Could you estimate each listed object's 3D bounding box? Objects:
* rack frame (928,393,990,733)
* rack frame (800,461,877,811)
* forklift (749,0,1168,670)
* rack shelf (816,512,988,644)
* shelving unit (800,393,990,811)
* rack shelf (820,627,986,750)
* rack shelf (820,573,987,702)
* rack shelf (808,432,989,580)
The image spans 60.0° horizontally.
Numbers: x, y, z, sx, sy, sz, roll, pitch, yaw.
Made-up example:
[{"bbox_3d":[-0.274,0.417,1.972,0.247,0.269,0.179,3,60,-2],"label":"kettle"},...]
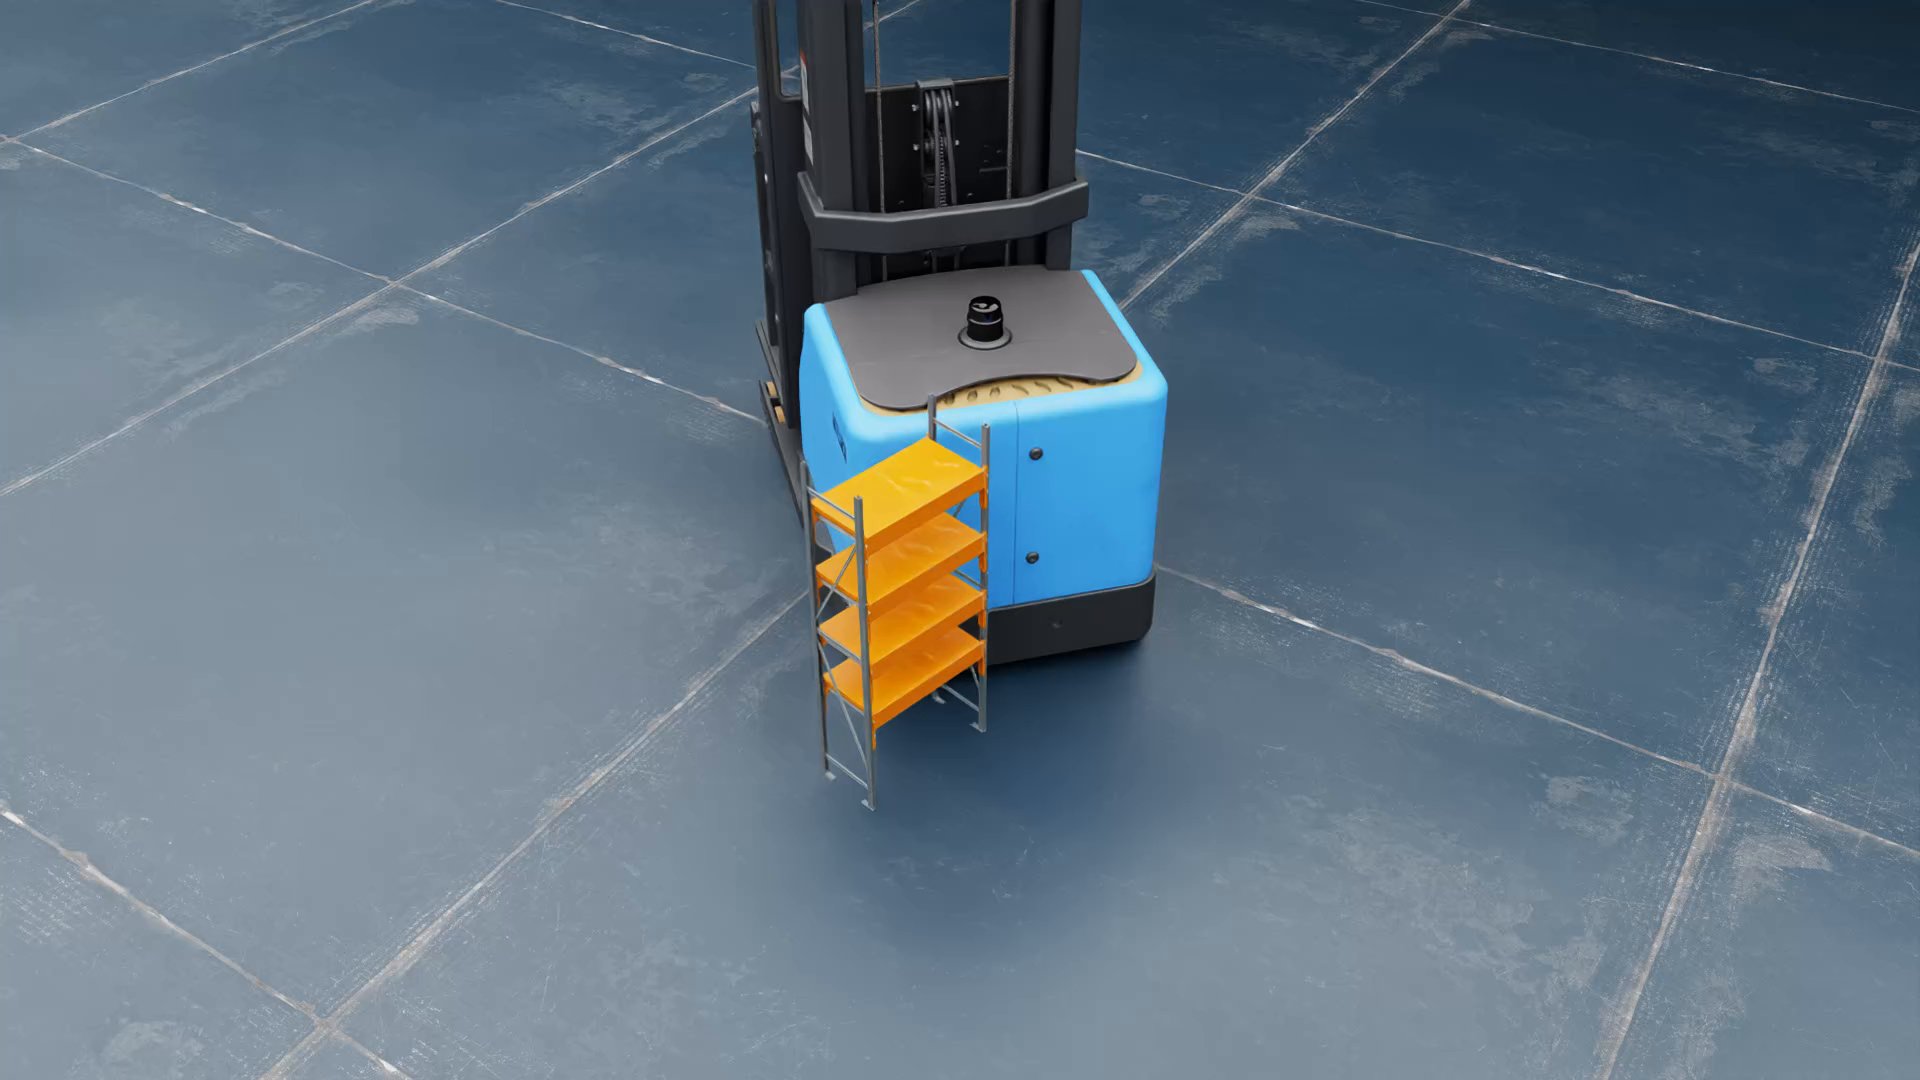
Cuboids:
[{"bbox_3d":[-0.004,0.102,5.135,0.015,1.200,0.240,-31,47,-34],"label":"rack frame"},{"bbox_3d":[-0.349,0.313,4.862,0.015,1.200,0.240,-31,47,-34],"label":"rack frame"},{"bbox_3d":[-0.202,-1.590,5.911,1.130,2.935,3.031,-9,39,-12],"label":"forklift"},{"bbox_3d":[-0.177,0.083,4.903,0.480,0.148,0.258,-31,47,-34],"label":"rack shelf"},{"bbox_3d":[-0.177,0.207,4.998,0.503,1.200,0.258,-31,47,-34],"label":"shelving unit"},{"bbox_3d":[-0.177,0.418,5.161,0.480,0.148,0.258,-31,47,-34],"label":"rack shelf"},{"bbox_3d":[-0.177,0.261,5.039,0.480,0.148,0.258,-31,47,-34],"label":"rack shelf"},{"bbox_3d":[-0.177,-0.104,4.758,0.480,0.148,0.258,-31,47,-34],"label":"rack shelf"}]
